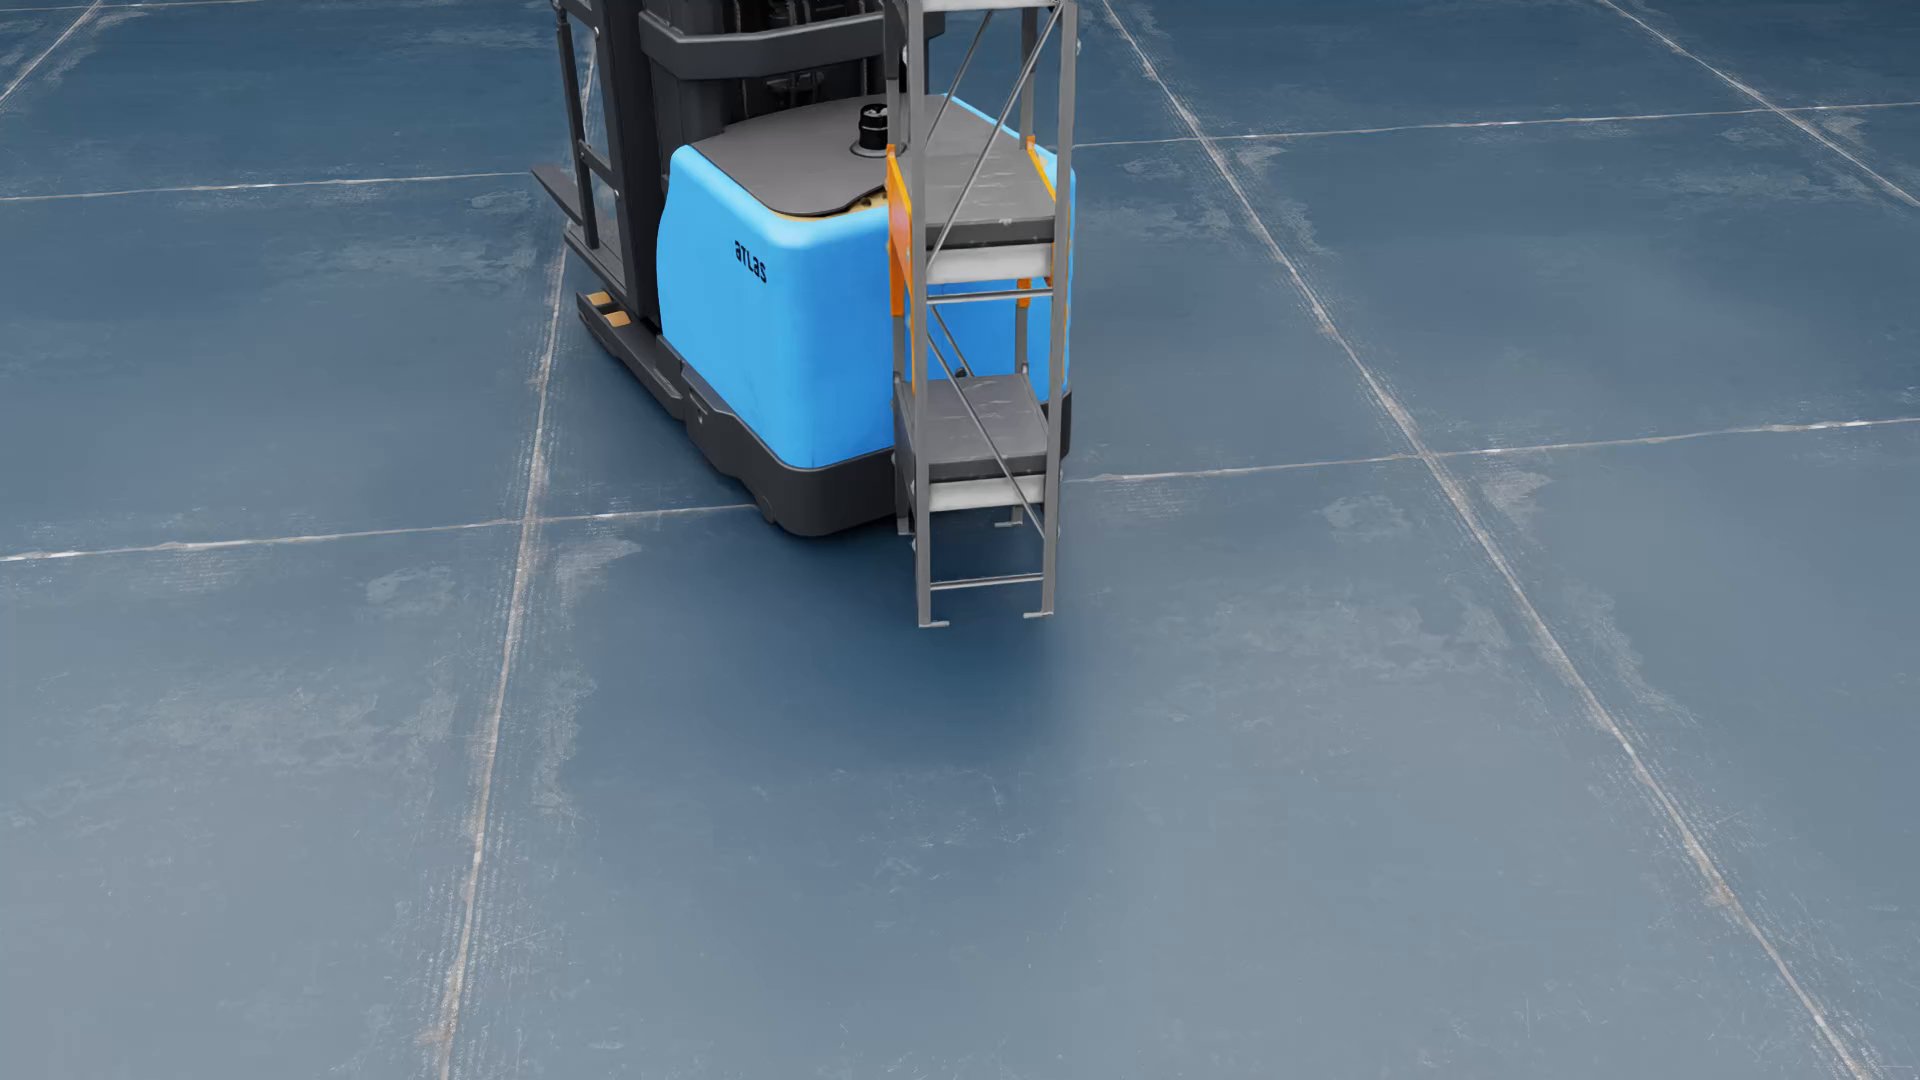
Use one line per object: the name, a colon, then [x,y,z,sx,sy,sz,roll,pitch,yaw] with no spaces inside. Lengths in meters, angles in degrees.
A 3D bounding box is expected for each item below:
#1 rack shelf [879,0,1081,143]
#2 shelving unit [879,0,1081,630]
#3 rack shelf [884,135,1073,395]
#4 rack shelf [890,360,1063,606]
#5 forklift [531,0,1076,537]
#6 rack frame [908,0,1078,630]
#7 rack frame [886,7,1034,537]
rack shelf: [0.039,-1.330,4.118,0.431,0.518,0.480,-5,35,-7]
shelving unit: [0.039,-0.763,4.505,0.431,2.100,0.503,-5,35,-7]
rack shelf: [0.039,-0.752,4.512,0.431,0.518,0.480,-5,35,-7]
rack shelf: [0.039,-0.173,4.907,0.431,0.518,0.480,-5,35,-7]
forklift: [-0.813,-2.023,5.616,1.130,2.935,3.031,-18,38,-25]
rack frame: [0.077,-0.627,4.306,0.400,2.100,0.015,-5,35,-7]
rack frame: [0.001,-0.899,4.704,0.400,2.100,0.015,-5,35,-7]
